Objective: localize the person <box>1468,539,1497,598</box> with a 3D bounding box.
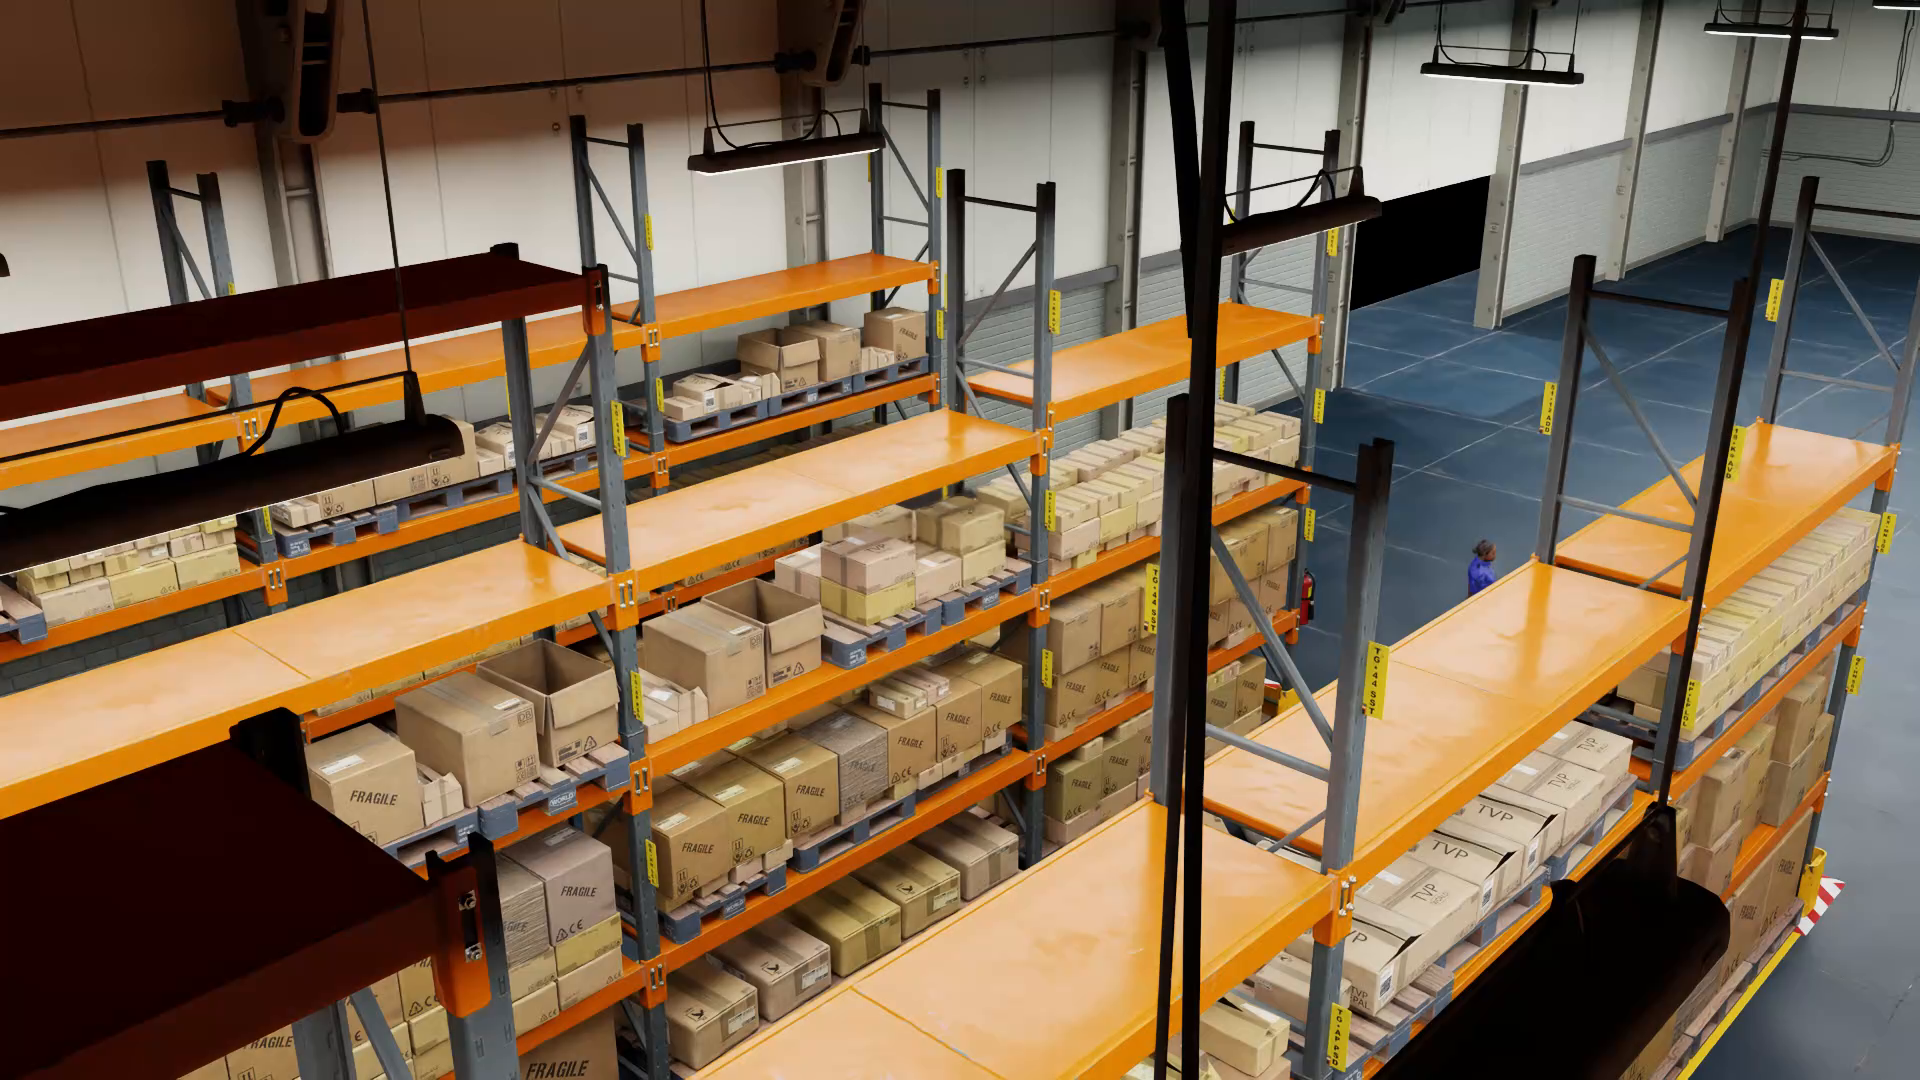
[{"bbox_3d":[5.582,0.749,17.843,0.856,1.627,0.466,12,24,28],"label":"person"}]
